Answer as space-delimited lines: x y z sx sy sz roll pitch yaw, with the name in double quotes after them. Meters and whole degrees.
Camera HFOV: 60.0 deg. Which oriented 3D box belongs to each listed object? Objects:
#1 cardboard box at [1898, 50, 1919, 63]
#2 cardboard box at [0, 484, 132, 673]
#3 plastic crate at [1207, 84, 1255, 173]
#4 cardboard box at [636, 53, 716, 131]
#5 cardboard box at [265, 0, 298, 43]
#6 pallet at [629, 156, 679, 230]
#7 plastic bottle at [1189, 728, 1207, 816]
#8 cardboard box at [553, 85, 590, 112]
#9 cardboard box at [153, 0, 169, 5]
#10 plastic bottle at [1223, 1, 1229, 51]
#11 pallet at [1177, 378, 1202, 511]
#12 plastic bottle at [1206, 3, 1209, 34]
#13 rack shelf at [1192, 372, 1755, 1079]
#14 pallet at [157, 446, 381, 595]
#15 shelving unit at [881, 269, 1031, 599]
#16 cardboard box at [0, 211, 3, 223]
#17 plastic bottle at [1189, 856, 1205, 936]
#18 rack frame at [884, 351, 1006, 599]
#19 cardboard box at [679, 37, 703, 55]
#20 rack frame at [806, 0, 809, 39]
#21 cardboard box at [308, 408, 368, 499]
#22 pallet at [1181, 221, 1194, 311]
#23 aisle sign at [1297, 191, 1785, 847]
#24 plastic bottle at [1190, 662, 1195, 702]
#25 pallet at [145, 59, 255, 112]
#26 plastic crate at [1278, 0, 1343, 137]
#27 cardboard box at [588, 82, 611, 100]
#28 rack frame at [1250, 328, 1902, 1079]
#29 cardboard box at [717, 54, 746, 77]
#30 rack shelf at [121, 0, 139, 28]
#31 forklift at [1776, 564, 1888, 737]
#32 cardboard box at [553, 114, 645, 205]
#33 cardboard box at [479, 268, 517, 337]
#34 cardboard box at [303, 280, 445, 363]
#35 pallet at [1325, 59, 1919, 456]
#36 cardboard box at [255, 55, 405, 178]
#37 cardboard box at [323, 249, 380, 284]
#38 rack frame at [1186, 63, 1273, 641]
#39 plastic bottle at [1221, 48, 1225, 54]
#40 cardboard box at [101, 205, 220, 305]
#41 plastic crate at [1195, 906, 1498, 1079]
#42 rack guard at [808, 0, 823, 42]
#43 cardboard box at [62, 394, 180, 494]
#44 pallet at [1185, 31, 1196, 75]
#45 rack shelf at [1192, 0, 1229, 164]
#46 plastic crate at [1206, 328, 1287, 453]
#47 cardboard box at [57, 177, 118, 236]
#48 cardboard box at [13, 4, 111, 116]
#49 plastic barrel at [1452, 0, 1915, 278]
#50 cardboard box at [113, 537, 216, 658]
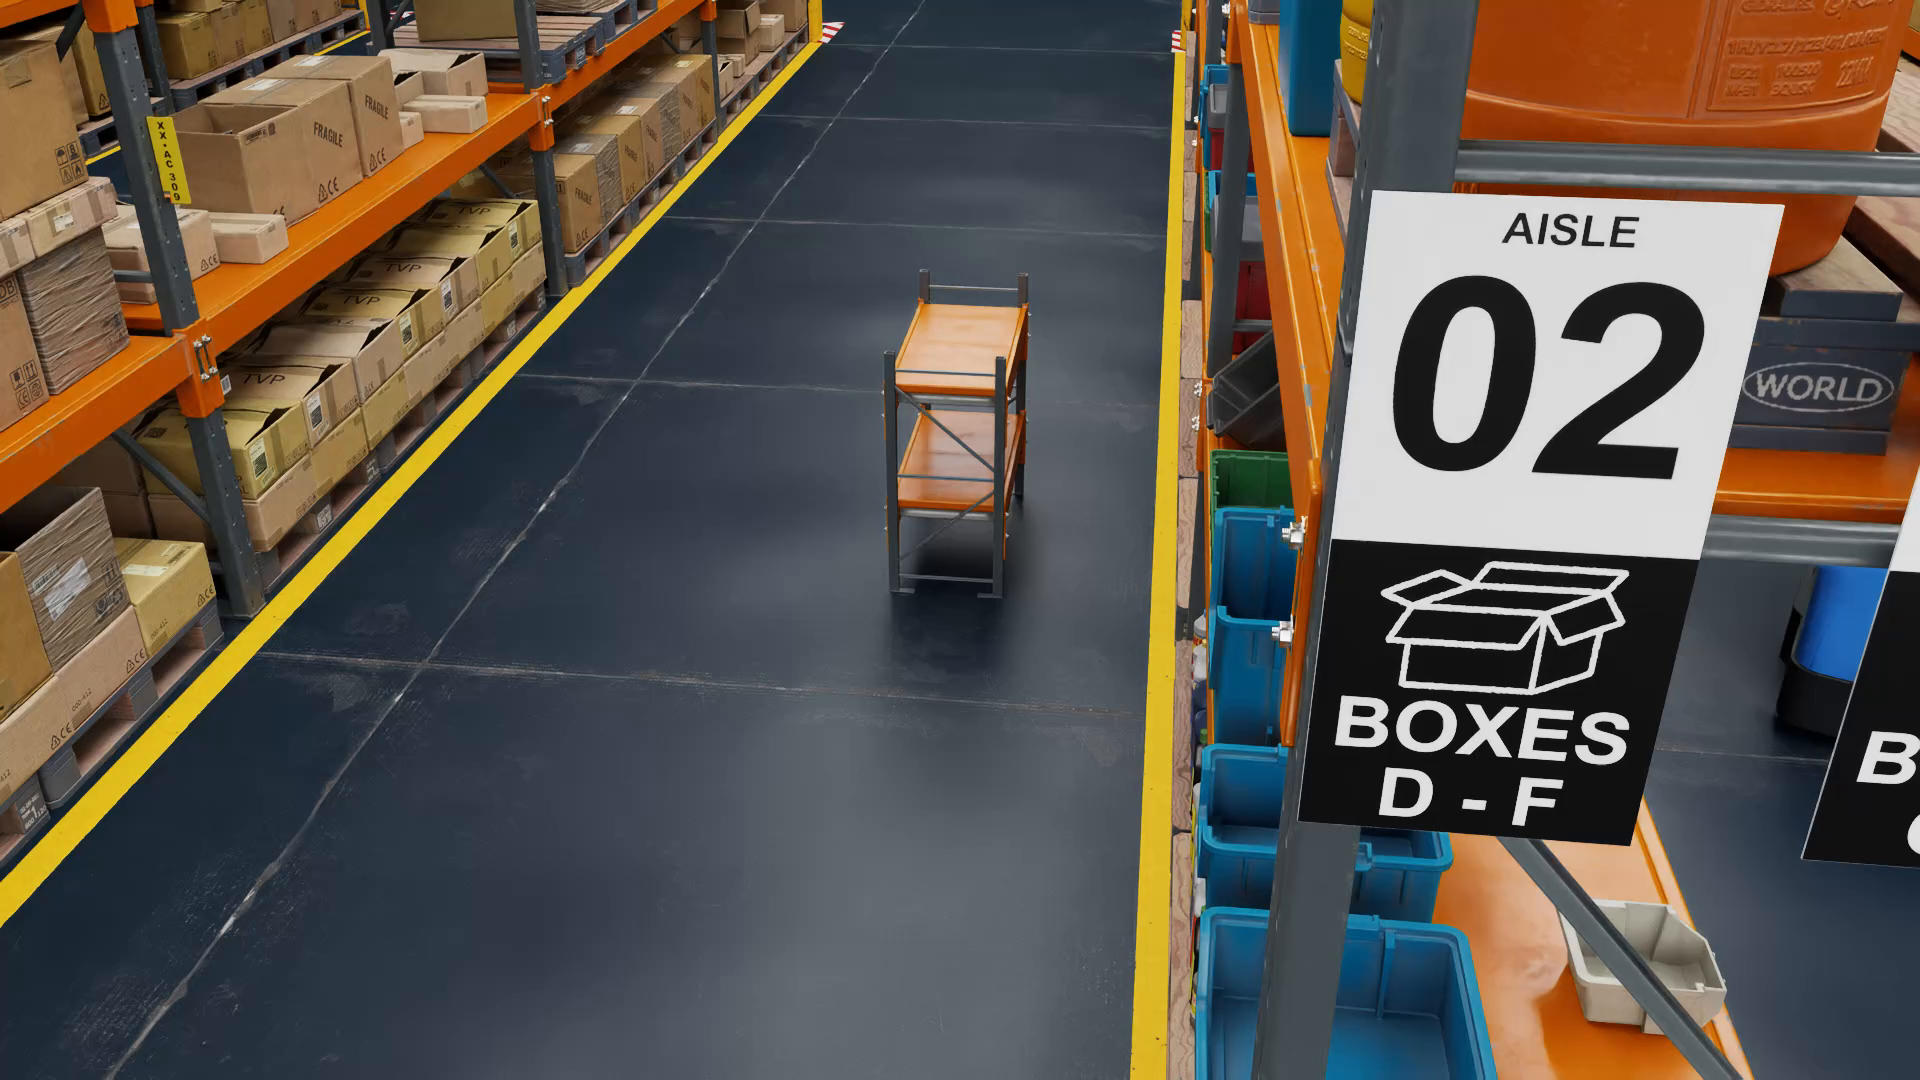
7.240 -3.171 12.271 1.225 0.875 0.875 3 29 6 "cardboard box"
-3.426 0.125 6.020 0.500 0.500 0.500 3 28 6 "cardboard box"
1.391 -1.914 8.073 0.402 0.464 0.583 3 28 6 "plastic crate"
-2.309 -3.646 13.526 0.500 0.500 0.500 3 28 6 "cardboard box"
-7.068 -5.247 16.520 0.700 0.500 0.500 2 28 5 "cardboard box"
-2.742 -2.613 12.378 1.003 0.211 1.213 3 28 6 "pallet"
0.807 0.776 5.547 0.061 0.283 0.133 5 29 8 "plastic bottle"
-3.017 -3.305 12.102 0.500 0.250 0.500 3 28 5 "cardboard box"
-7.377 -5.119 15.599 0.380 0.149 0.250 2 28 5 "cardboard box"
1.720 -3.433 11.012 0.144 0.351 0.185 3 28 6 "plastic bottle"
1.607 -0.466 8.393 1.003 0.211 1.213 3 28 6 "pallet"
1.753 -3.616 11.435 0.097 0.271 0.097 0 28 0 "plastic bottle"
1.157 0.512 4.396 1.077 0.370 4.000 3 28 6 "rack shelf"
-3.462 -0.157 7.819 1.003 0.211 1.213 3 28 6 "pallet"
0.001 -0.498 7.489 0.538 1.125 1.048 3 28 6 "shelving unit"
-3.622 -1.204 5.349 0.700 0.500 0.500 3 28 6 "cardboard box"
0.777 1.070 5.010 0.152 0.276 0.135 3 28 5 "plastic bottle"
-0.061 -0.259 7.045 0.500 1.125 0.032 3 28 6 "rack frame"
-2.653 -4.449 15.217 0.500 0.311 0.500 3 28 6 "cardboard box"
-2.043 -6.684 16.995 1.000 3.000 0.127 3 28 6 "rack frame"
-3.154 -0.426 7.835 0.500 0.250 0.500 4 29 7 "cardboard box"
1.948 -1.775 10.822 1.003 0.211 1.213 3 28 6 "pallet"
0.609 0.009 1.830 0.394 0.787 0.004 3 28 6 "aisle sign"
0.903 0.512 6.123 0.097 0.201 0.097 0 28 0 "plastic bottle"
-7.279 -4.213 15.348 1.003 0.211 1.213 3 28 6 "pallet"
0.847 -1.092 3.469 0.392 0.384 0.575 3 28 6 "plastic crate"
-2.957 -3.195 12.689 0.500 0.500 0.500 4 29 7 "cardboard box"
0.912 1.137 2.478 1.000 3.000 0.127 3 28 6 "rack frame"
-2.171 -4.341 15.168 0.380 0.166 0.250 3 28 6 "cardboard box"
-3.268 -2.981 7.717 1.077 0.370 4.000 3 28 6 "rack shelf"
4.315 -1.031 6.574 1.130 2.935 3.031 16 32 27 "forklift"
-2.559 -2.692 11.756 0.500 0.500 0.500 3 28 6 "cardboard box"
-2.905 -1.388 9.621 0.500 0.250 0.500 3 28 6 "cardboard box"
-3.028 -1.161 8.607 0.500 0.311 0.500 4 29 8 "cardboard box"
1.111 -0.485 2.523 1.003 0.211 1.213 3 28 6 "pallet"
-3.212 -2.172 8.514 0.500 0.500 0.500 2 28 3 "cardboard box"
-3.499 -1.423 9.093 0.500 0.311 0.500 3 28 5 "cardboard box"
1.402 -0.746 5.973 1.000 3.000 0.127 3 28 6 "rack frame"
1.591 -2.965 10.300 0.097 0.201 0.097 0 28 0 "plastic bottle"
-3.496 -1.204 6.981 0.500 0.250 0.500 5 29 9 "cardboard box"
0.677 0.949 2.983 0.499 0.251 0.616 3 28 6 "plastic crate"
-2.052 -5.548 17.521 1.175 0.500 0.348 3 28 6 "rack guard"
-3.748 -0.464 7.314 0.500 0.311 0.500 3 28 6 "cardboard box"
2.733 -4.781 16.402 1.003 0.211 1.213 3 28 6 "pallet"
2.138 -3.254 11.386 1.077 0.370 4.000 3 28 6 "rack shelf"
1.212 -0.480 5.544 0.767 0.338 0.504 3 28 6 "plastic crate"
-3.334 -1.225 6.072 0.380 0.149 0.250 3 28 6 "cardboard box"
-7.400 -4.013 13.859 0.750 0.750 0.750 4 29 7 "cardboard box"
0.846 -0.794 2.003 0.600 0.830 0.708 3 28 6 "plastic barrel"
-3.353 0.221 6.634 0.500 0.250 0.500 3 28 6 "cardboard box"
